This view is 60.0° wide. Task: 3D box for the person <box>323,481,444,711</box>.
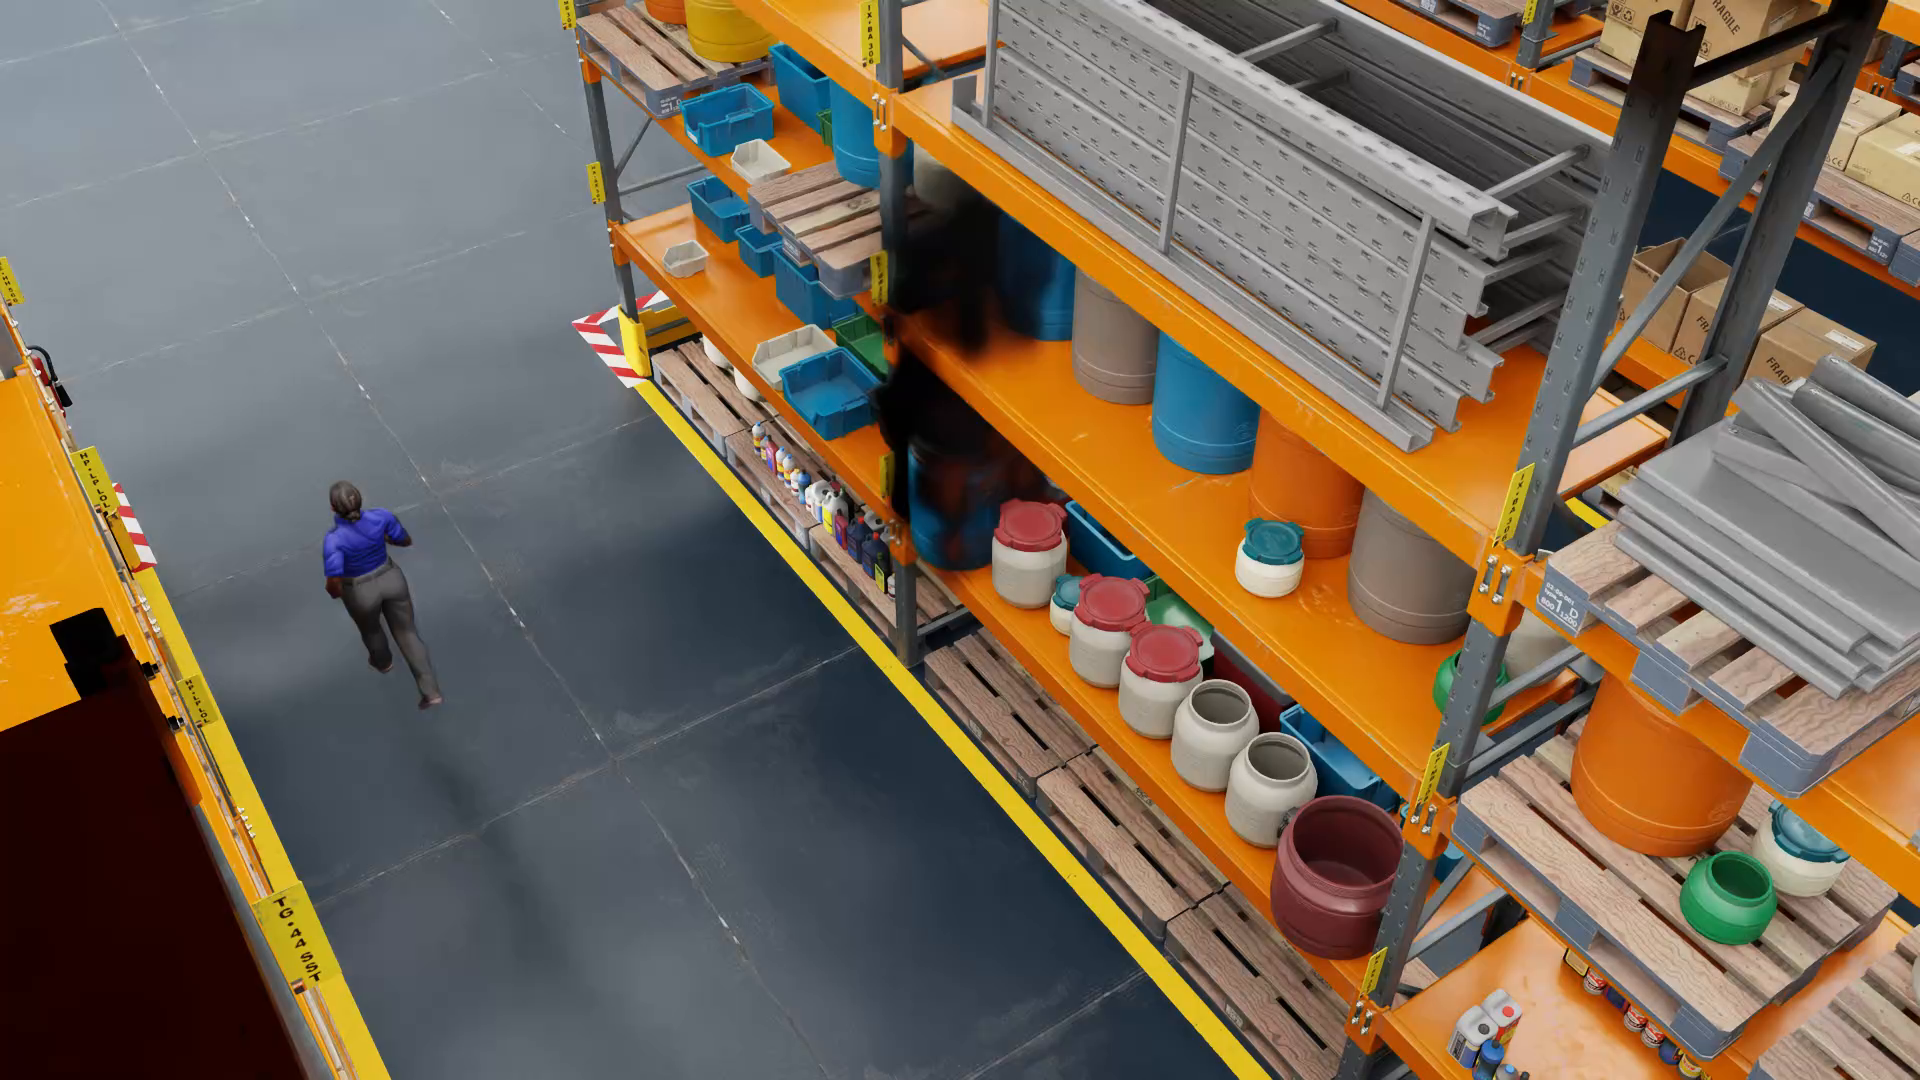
[{"bbox_3d":[-3.439,0.307,9.772,0.582,1.680,0.849,-29,50,-28],"label":"person"}]
